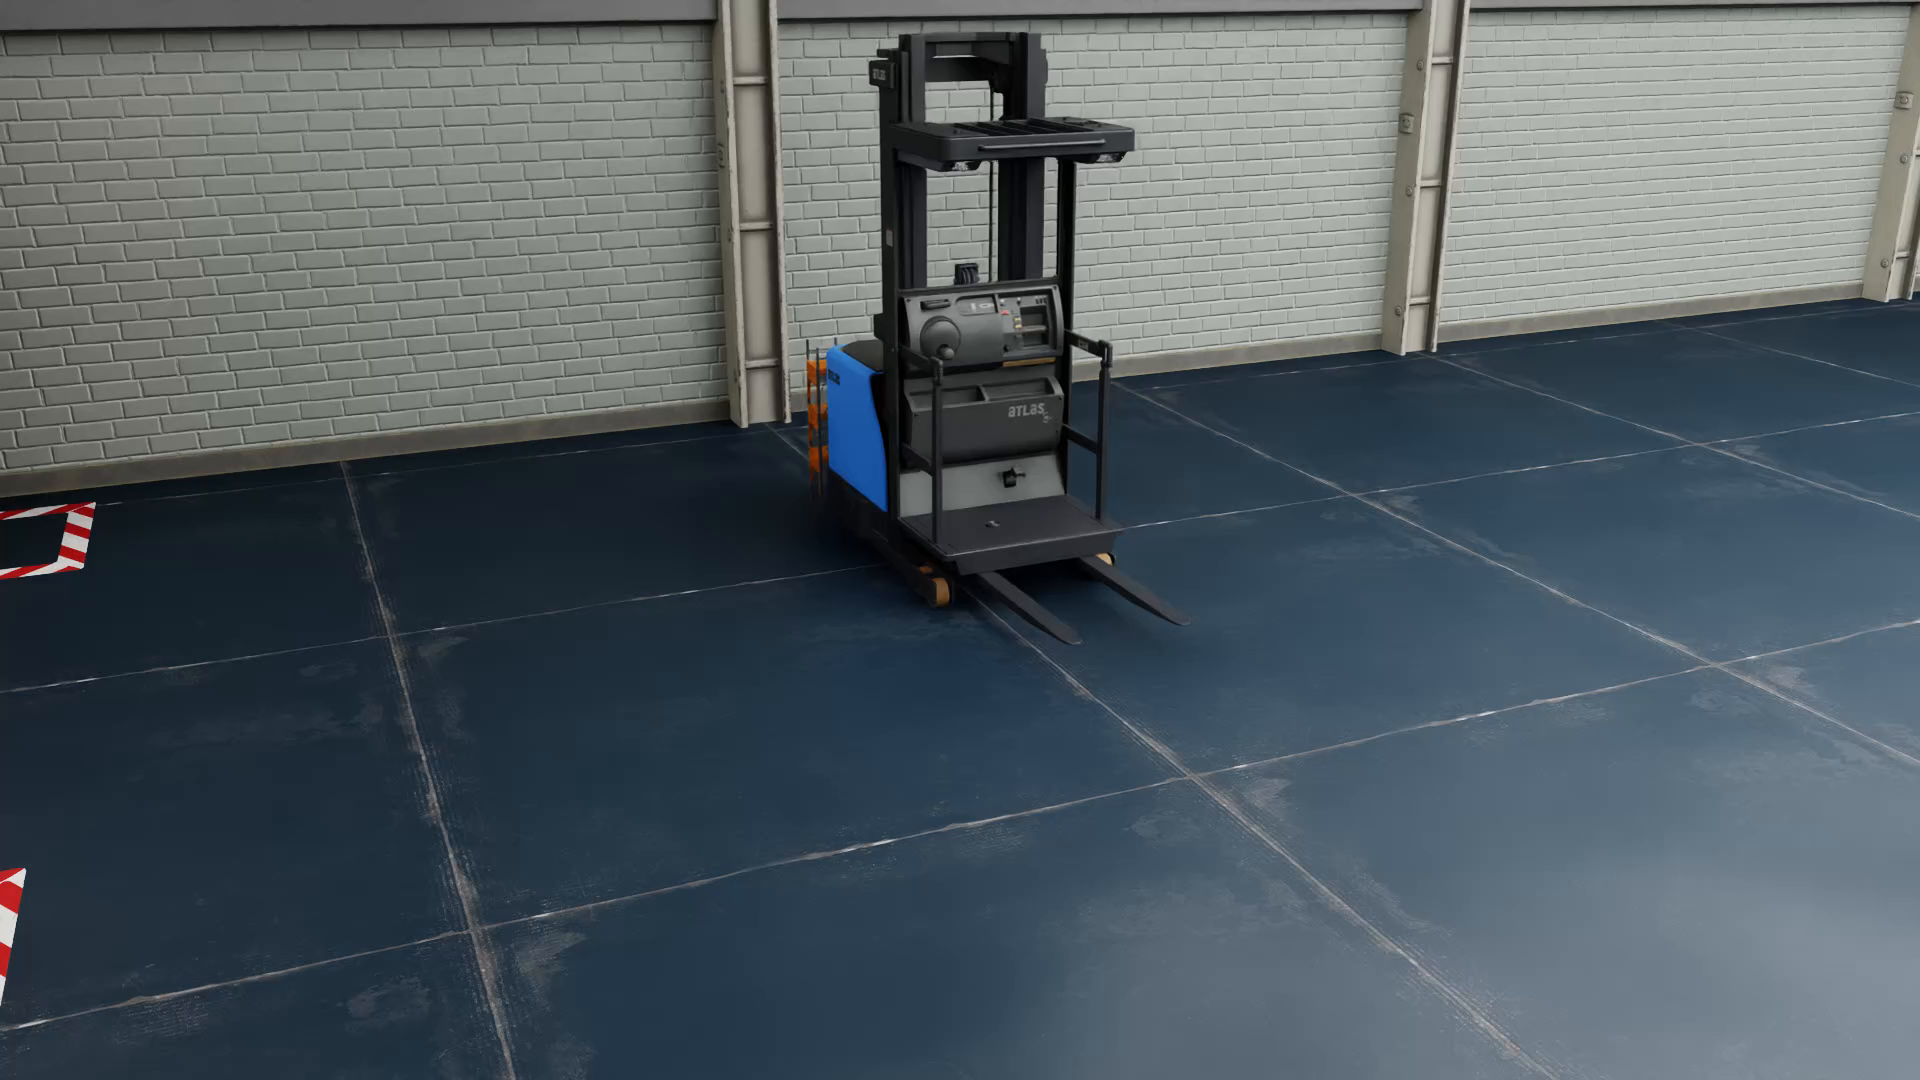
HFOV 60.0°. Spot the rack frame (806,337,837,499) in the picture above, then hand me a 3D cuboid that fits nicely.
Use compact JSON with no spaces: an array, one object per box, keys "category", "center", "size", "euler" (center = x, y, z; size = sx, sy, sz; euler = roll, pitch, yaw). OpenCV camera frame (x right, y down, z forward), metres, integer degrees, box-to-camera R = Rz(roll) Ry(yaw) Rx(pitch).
[{"category":"rack frame","center":[-0.872,-0.775,10.643],"size":[0.200,1.050,0.008],"euler":[-7,20,-18]}]

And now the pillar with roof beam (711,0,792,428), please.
[{"category":"pillar with roof beam","center":[0.193,-3.840,7.380],"size":[0.400,9.000,9.100],"euler":[-8,21,-22]}]

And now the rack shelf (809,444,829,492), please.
[{"category":"rack shelf","center":[-0.832,-0.465,10.630],"size":[0.215,0.259,0.240],"euler":[-7,20,-18]}]

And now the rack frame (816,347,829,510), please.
[{"category":"rack frame","center":[-0.791,-0.699,10.426],"size":[0.200,1.050,0.008],"euler":[-7,20,-18]}]

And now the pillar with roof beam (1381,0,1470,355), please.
[{"category":"pillar with roof beam","center":[5.702,-4.630,9.621],"size":[0.400,9.000,9.100],"euler":[-8,21,-22]}]

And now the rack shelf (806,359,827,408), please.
[{"category":"rack shelf","center":[-0.832,-0.995,10.444],"size":[0.215,0.259,0.240],"euler":[-7,20,-18]}]

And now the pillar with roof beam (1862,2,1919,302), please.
[{"category":"pillar with roof beam","center":[11.212,-5.419,11.863],"size":[0.400,9.000,9.100],"euler":[-8,21,-22]}]

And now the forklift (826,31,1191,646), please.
[{"category":"forklift","center":[0.224,-1.178,8.954],"size":[1.130,2.935,3.031],"euler":[-8,21,-22]}]

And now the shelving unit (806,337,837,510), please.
[{"category":"shelving unit","center":[-0.832,-0.737,10.535],"size":[0.215,1.050,0.252],"euler":[-7,20,-18]}]

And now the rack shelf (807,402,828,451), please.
[{"category":"rack shelf","center":[-0.832,-0.727,10.538],"size":[0.215,0.259,0.240],"euler":[-7,20,-18]}]
